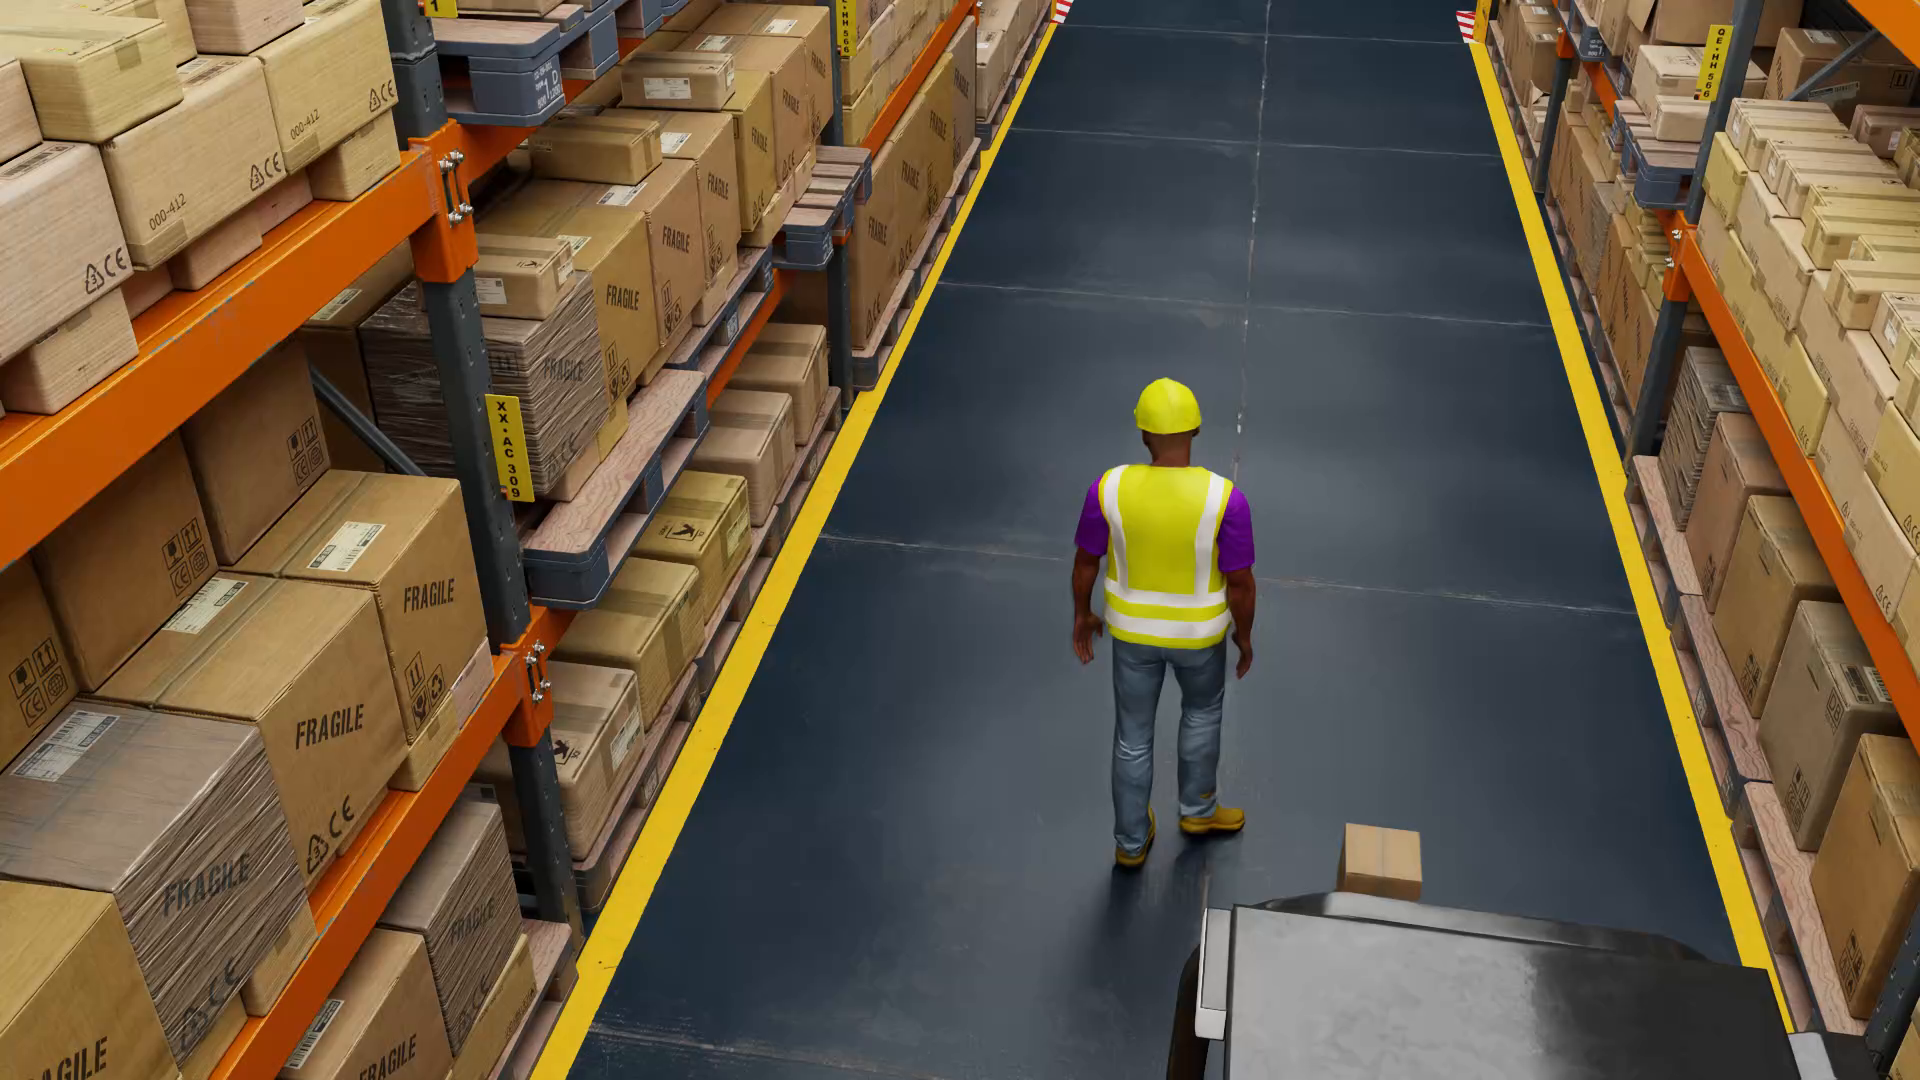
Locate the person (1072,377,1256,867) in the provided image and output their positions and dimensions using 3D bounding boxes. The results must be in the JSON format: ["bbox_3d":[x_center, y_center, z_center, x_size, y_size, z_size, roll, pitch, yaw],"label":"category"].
[{"bbox_3d":[0.695,0.324,5.615,0.665,1.809,0.522,7,33,11],"label":"person"}]
